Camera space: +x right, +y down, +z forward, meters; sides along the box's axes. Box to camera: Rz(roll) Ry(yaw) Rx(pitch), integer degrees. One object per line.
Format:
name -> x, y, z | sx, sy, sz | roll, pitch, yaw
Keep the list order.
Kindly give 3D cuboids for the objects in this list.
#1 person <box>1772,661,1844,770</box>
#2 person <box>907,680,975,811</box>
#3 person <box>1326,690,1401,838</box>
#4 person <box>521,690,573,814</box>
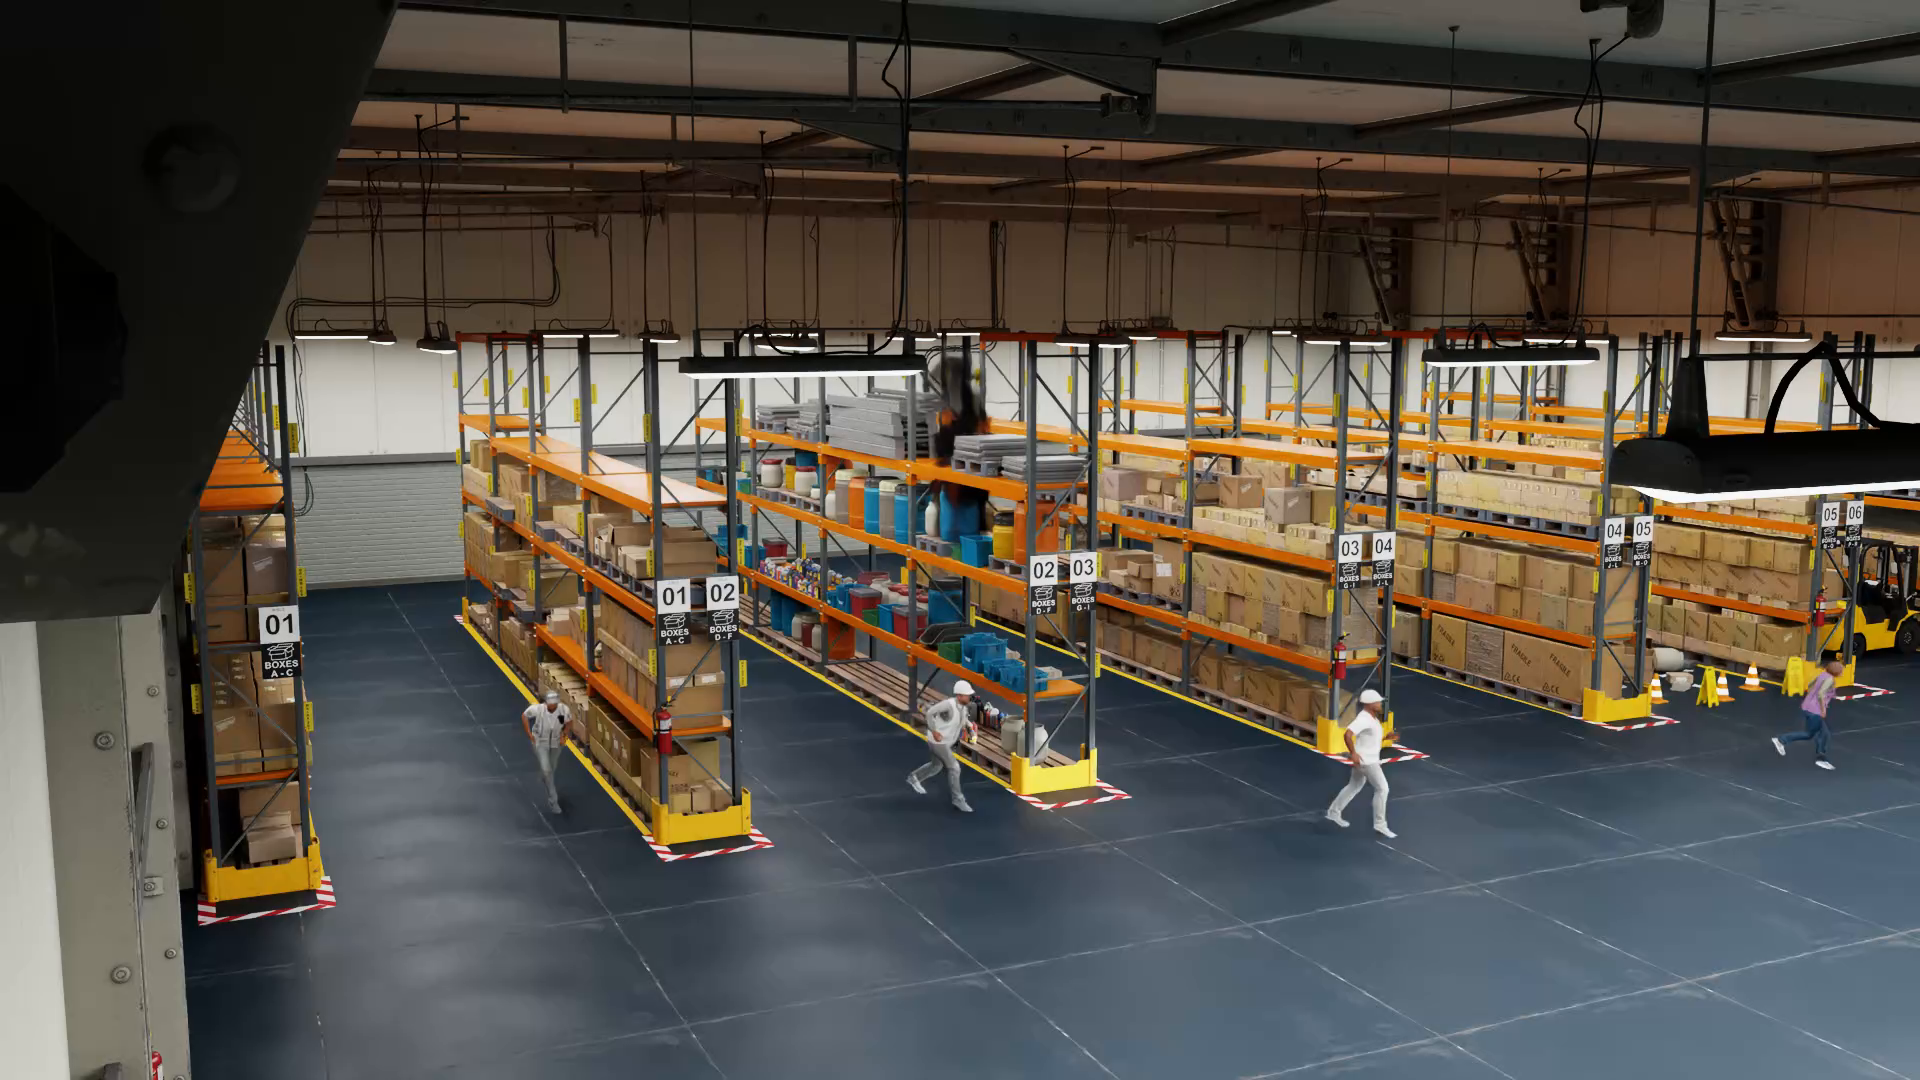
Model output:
person -> 11.929, 2.450, 23.418 | 0.864, 1.548, 0.549 | 1, 8, 10
person -> -0.269, 2.627, 21.493 | 1.048, 1.732, 0.696 | 5, 9, 34
person -> 4.934, 2.720, 20.304 | 0.877, 1.818, 0.677 | 1, 8, 8
person -> -5.351, 2.679, 21.557 | 0.642, 1.627, 1.032 | -3, 8, -23
